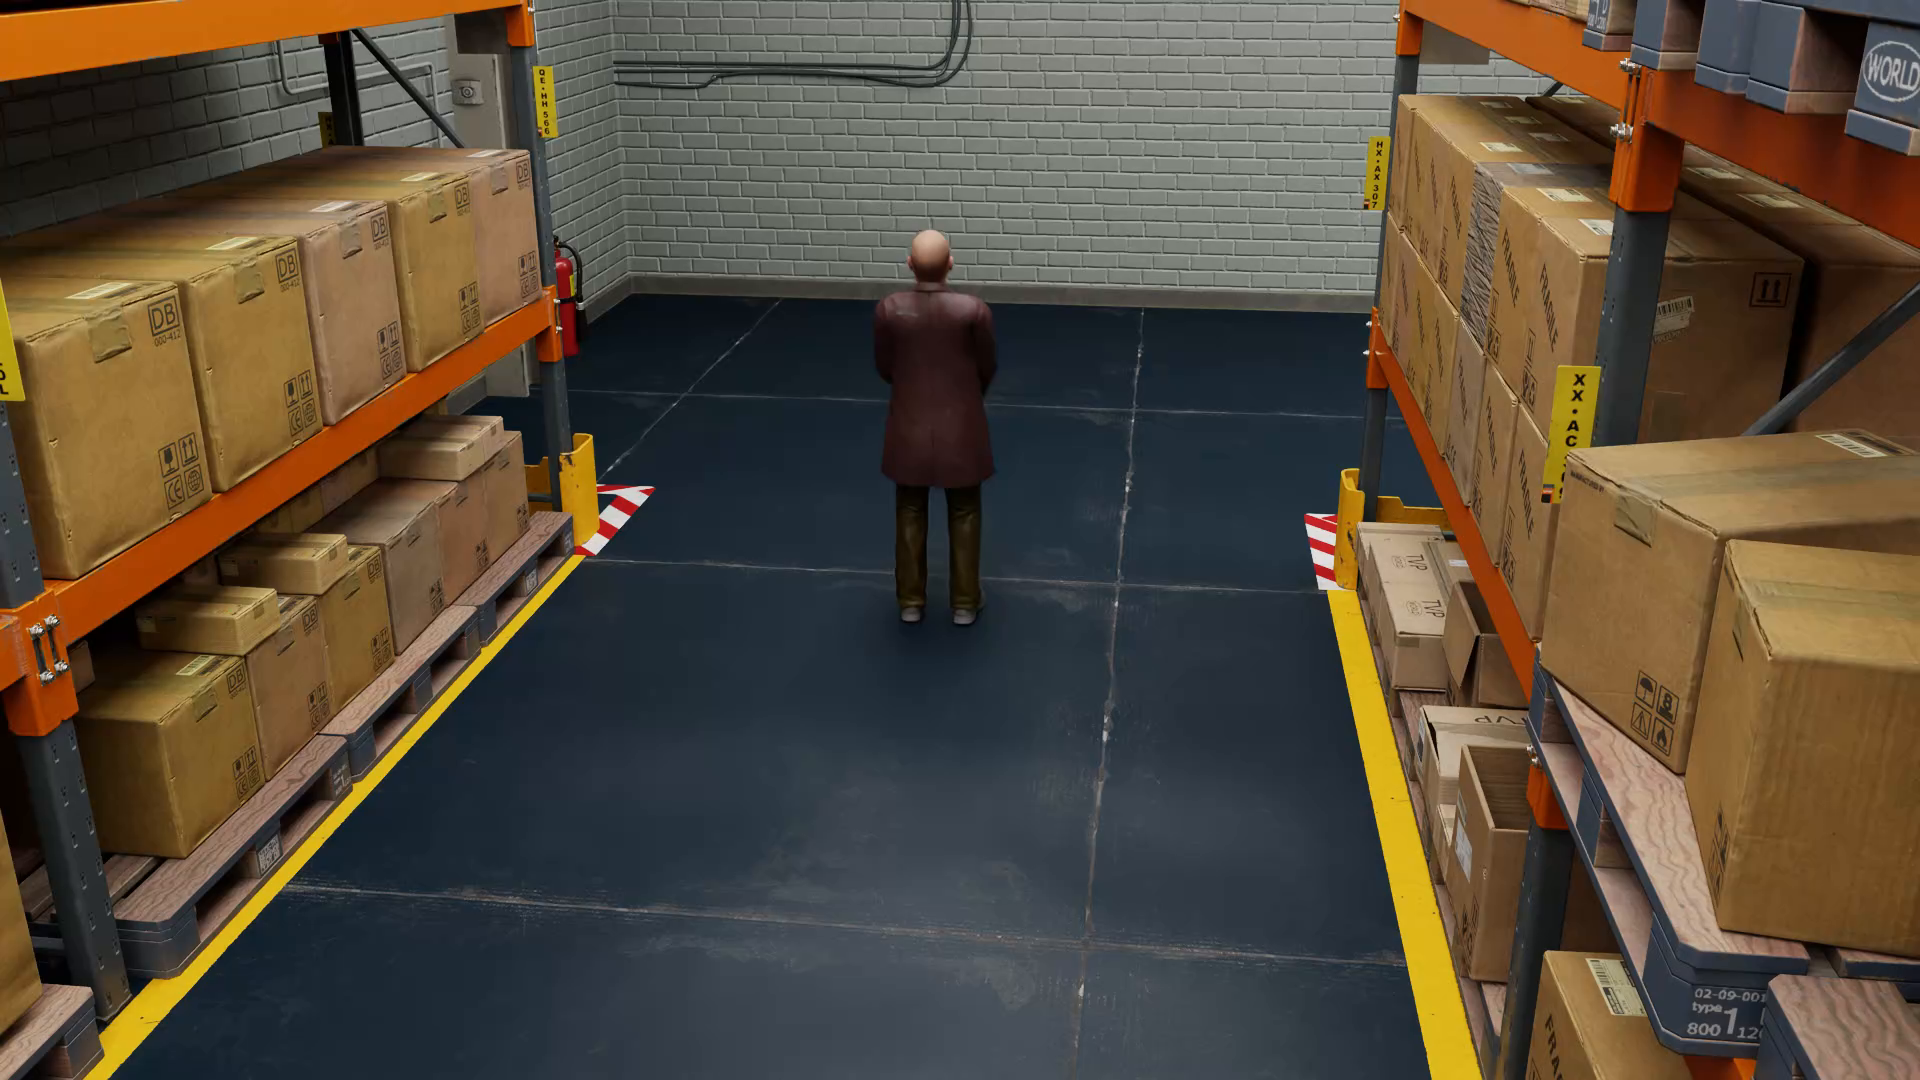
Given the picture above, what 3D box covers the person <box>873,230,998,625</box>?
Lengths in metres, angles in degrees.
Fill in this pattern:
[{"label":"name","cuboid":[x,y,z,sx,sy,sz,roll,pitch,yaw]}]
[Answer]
[{"label":"person","cuboid":[-0.094,-0.528,7.479,0.542,1.779,0.541,2,21,6]}]
